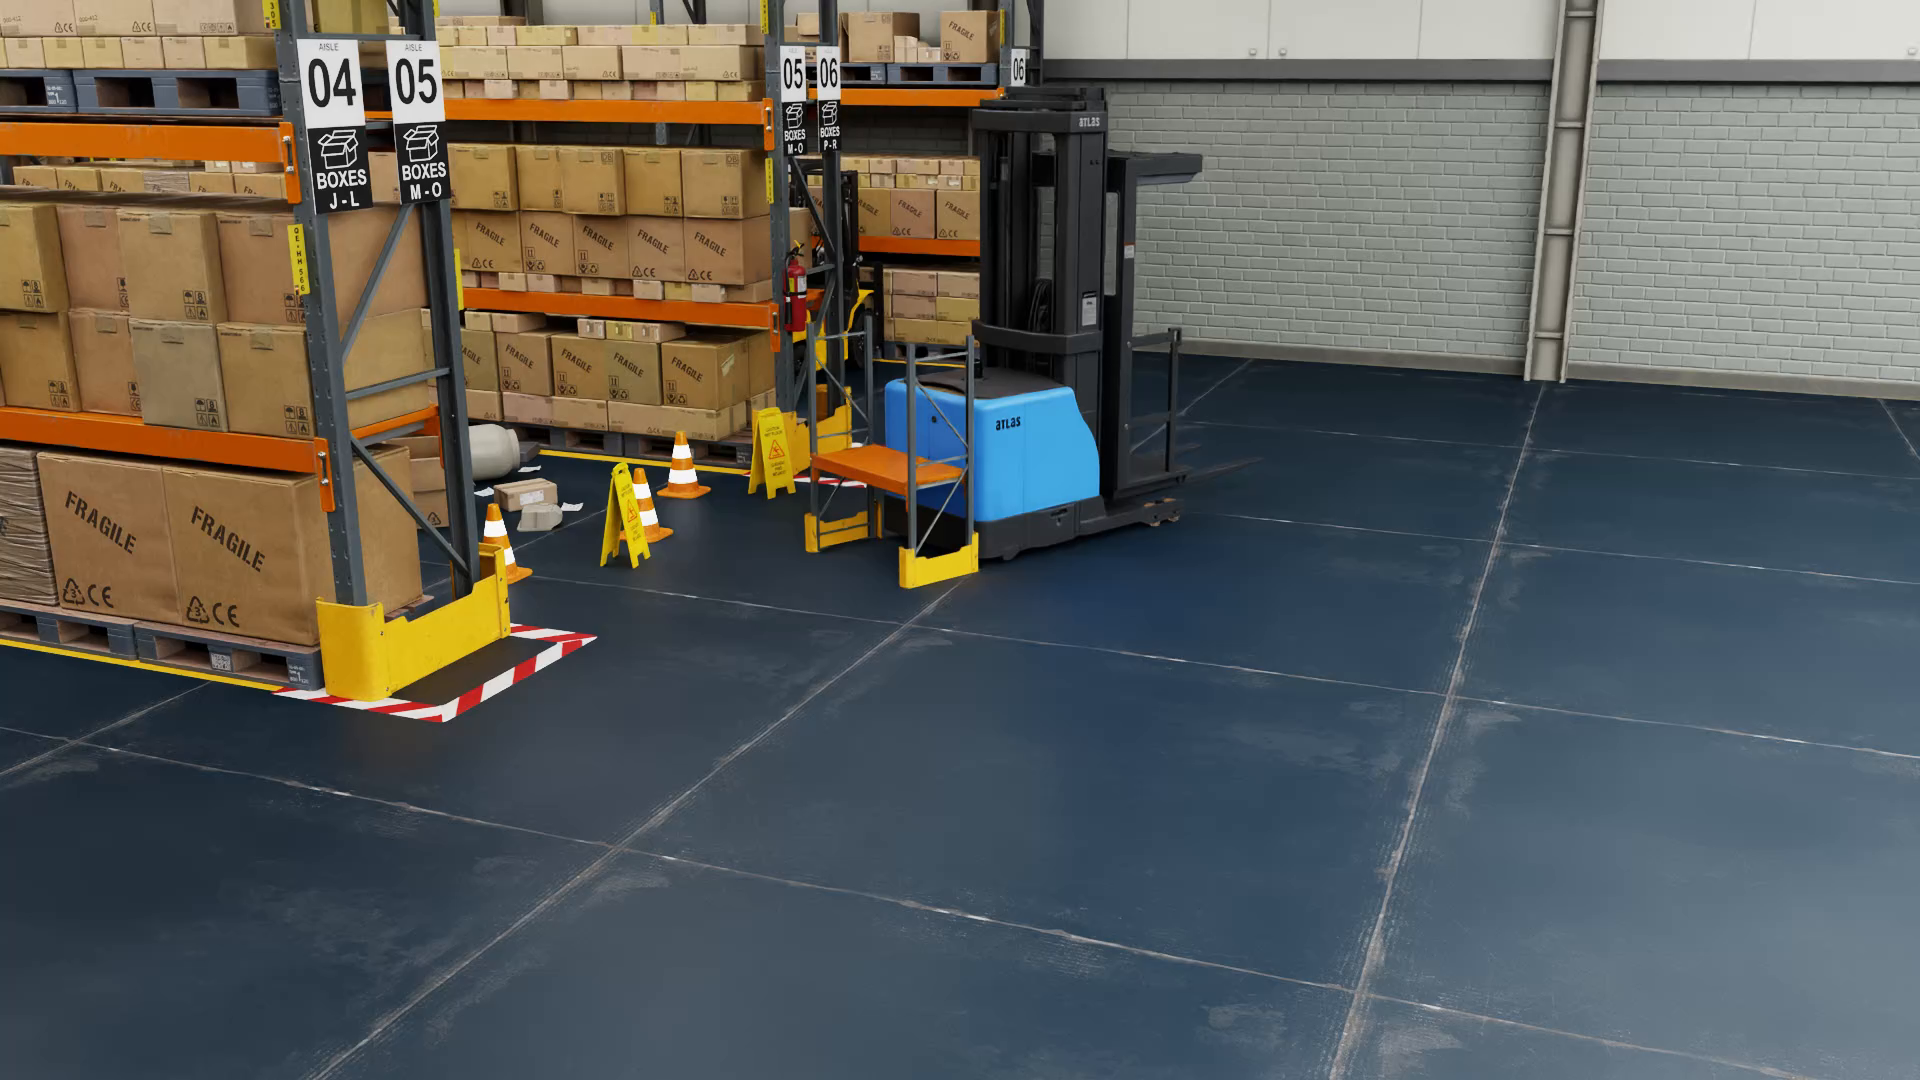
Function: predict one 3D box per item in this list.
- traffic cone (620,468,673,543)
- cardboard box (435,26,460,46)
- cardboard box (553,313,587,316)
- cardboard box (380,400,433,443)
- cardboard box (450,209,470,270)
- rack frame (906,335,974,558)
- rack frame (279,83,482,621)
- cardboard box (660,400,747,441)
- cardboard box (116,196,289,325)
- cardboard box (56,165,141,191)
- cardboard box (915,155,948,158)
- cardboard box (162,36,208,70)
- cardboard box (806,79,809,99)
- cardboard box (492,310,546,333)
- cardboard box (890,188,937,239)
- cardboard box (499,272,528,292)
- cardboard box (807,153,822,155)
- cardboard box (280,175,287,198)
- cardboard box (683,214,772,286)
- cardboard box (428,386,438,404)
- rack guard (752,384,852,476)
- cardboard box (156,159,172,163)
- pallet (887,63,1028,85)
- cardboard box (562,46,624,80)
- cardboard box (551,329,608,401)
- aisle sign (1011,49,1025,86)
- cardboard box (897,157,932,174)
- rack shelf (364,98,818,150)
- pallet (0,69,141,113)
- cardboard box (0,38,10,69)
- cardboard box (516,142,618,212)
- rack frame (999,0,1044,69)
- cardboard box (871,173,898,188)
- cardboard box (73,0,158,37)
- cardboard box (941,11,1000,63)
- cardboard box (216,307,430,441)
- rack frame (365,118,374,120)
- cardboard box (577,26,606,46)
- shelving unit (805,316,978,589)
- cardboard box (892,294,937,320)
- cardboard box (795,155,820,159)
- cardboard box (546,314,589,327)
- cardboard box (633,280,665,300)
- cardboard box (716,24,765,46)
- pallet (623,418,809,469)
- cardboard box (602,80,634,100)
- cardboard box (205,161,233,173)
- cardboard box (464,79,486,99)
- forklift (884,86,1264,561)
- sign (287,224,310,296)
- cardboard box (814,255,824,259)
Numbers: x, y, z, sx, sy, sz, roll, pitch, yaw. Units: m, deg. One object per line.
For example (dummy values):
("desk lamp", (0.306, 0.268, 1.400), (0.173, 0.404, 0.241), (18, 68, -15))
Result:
("traffic cone", (-2.148, -0.255, 11.221), (0.334, 0.463, 0.336), (6, 17, 21))
("cardboard box", (-4.002, -3.999, 13.209), (0.250, 0.149, 0.380), (6, 17, 20))
("cardboard box", (-4.296, -2.976, 19.551), (0.625, 0.625, 0.875), (6, 17, 20))
("cardboard box", (-4.407, -0.834, 13.144), (0.500, 0.500, 0.500), (-9, 18, -27))
("cardboard box", (-4.122, -2.524, 13.773), (0.500, 0.500, 0.500), (6, 17, 20))
("rack frame", (-0.116, -0.476, 10.121), (0.500, 1.500, 0.032), (-13, 21, -38))
("rack frame", (-2.906, -0.792, 8.522), (0.127, 3.000, 1.000), (6, 17, 21))
("cardboard box", (-2.057, -0.983, 13.357), (0.500, 0.250, 0.500), (6, 17, 20))
("cardboard box", (-3.782, -1.463, 8.627), (0.550, 0.550, 0.875), (6, 17, 21))
("cardboard box", (-7.805, -3.140, 15.142), (0.500, 0.500, 0.500), (7, 18, 23))
("cardboard box", (-0.307, -4.054, 17.882), (0.250, 0.149, 0.380), (6, 17, 21))
("cardboard box", (-3.574, -2.334, 7.970), (0.250, 0.149, 0.380), (6, 17, 21))
("cardboard box", (-1.373, -3.524, 13.003), (0.250, 0.149, 0.380), (6, 17, 21))
("cardboard box", (-3.630, -1.811, 13.700), (0.250, 0.149, 0.380), (7, 18, 24))
("cardboard box", (-0.399, -3.460, 17.531), (0.500, 0.500, 0.500), (7, 18, 22))
("cardboard box", (-3.543, -2.126, 13.567), (0.250, 0.149, 0.380), (6, 17, 21))
("cardboard box", (-1.500, -4.192, 18.356), (0.250, 0.149, 0.380), (6, 17, 20))
("cardboard box", (-5.419, -2.876, 14.233), (0.500, 0.500, 0.500), (6, 17, 20))
("cardboard box", (-1.790, -2.261, 12.869), (0.500, 0.500, 0.500), (6, 17, 20))
("cardboard box", (-4.455, -1.246, 14.264), (0.500, 0.250, 0.500), (5, 17, 18))
("rack guard", (-1.254, -0.893, 13.355), (0.348, 0.500, 1.175), (6, 17, 21))
("cardboard box", (-9.679, -4.691, 21.018), (0.500, 0.500, 0.700), (6, 17, 21))
("pallet", (-0.014, -4.851, 17.281), (1.213, 0.211, 1.003), (6, 17, 21))
("cardboard box", (-2.710, -3.684, 12.837), (0.500, 0.250, 0.500), (7, 18, 22))
("cardboard box", (-2.978, -1.448, 13.614), (0.500, 0.500, 0.500), (6, 17, 19))
("aisle sign", (0.587, -4.539, 16.767), (0.004, 0.787, 0.394), (6, 17, 21))
("cardboard box", (-0.475, -3.940, 17.488), (0.250, 0.149, 0.380), (6, 17, 21))
("rack shelf", (-3.044, -3.386, 13.366), (4.000, 0.370, 1.077), (6, 17, 21))
("pallet", (-4.739, -2.387, 8.796), (1.213, 0.211, 1.003), (6, 17, 21))
("cardboard box", (-4.758, -2.464, 8.418), (0.250, 0.149, 0.380), (7, 17, 21))
("cardboard box", (-3.132, -2.919, 13.342), (0.500, 0.500, 0.700), (6, 17, 20))
("rack frame", (0.634, -6.255, 16.579), (0.127, 3.000, 1.000), (6, 17, 21))
("cardboard box", (-0.751, -3.800, 17.542), (0.250, 0.149, 0.380), (6, 17, 19))
("cardboard box", (-3.929, -2.582, 8.110), (0.500, 0.250, 0.500), (6, 17, 21))
("cardboard box", (0.133, -5.094, 16.849), (0.500, 0.500, 0.500), (7, 18, 22))
("cardboard box", (-3.268, -0.890, 8.591), (0.550, 0.550, 0.875), (6, 17, 21))
("rack frame", (-6.808, -4.192, 20.234), (0.127, 3.000, 1.000), (6, 17, 21))
("cardboard box", (-2.752, -3.904, 12.883), (0.250, 0.149, 0.380), (6, 17, 19))
("shelving unit", (-0.450, -0.586, 10.501), (0.587, 1.500, 1.083), (-13, 21, -38))
("cardboard box", (-0.396, -2.518, 17.749), (0.500, 0.250, 0.500), (6, 17, 20))
("cardboard box", (-1.672, -4.065, 17.918), (0.250, 0.149, 0.380), (6, 17, 20))
("cardboard box", (-3.307, -1.642, 14.284), (0.500, 0.500, 0.500), (7, 18, 24))
("cardboard box", (-2.368, -1.996, 13.118), (0.250, 0.149, 0.380), (7, 17, 22))
("cardboard box", (-1.607, -3.747, 12.340), (0.250, 0.149, 0.380), (6, 17, 21))
("pallet", (-1.997, -0.847, 13.713), (1.213, 0.211, 1.003), (6, 17, 21))
("cardboard box", (-2.557, -3.479, 12.849), (0.250, 0.149, 0.380), (6, 17, 20))
("cardboard box", (-6.327, -3.277, 14.452), (0.250, 0.149, 0.380), (6, 17, 18))
("cardboard box", (-3.748, -3.616, 13.318), (0.250, 0.149, 0.380), (6, 17, 19))
("forklift", (0.930, -1.596, 11.413), (3.031, 2.935, 1.130), (-14, 21, -39))
("sign", (-3.118, -1.322, 7.847), (0.005, 0.325, 0.100), (6, 17, 21))
("cardboard box", (-1.616, -3.041, 18.654), (0.500, 0.250, 0.500), (6, 17, 21))
